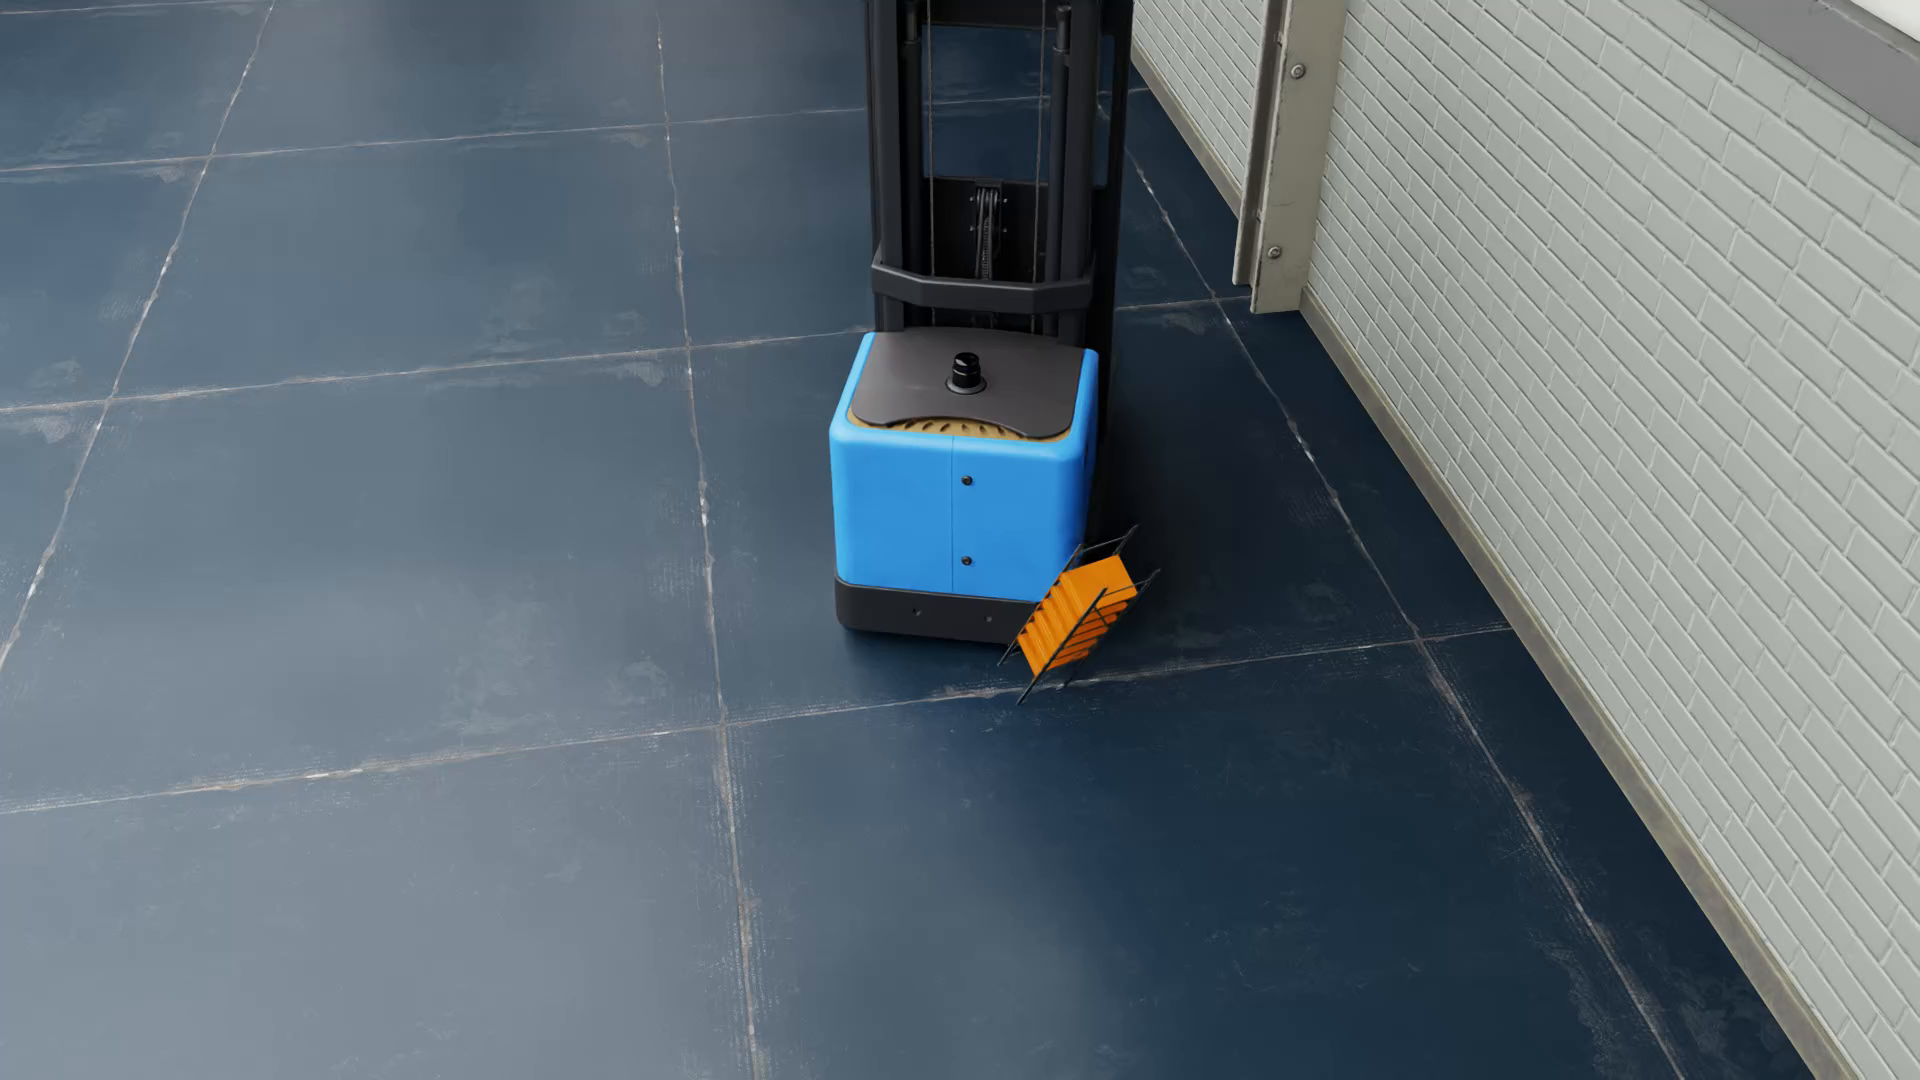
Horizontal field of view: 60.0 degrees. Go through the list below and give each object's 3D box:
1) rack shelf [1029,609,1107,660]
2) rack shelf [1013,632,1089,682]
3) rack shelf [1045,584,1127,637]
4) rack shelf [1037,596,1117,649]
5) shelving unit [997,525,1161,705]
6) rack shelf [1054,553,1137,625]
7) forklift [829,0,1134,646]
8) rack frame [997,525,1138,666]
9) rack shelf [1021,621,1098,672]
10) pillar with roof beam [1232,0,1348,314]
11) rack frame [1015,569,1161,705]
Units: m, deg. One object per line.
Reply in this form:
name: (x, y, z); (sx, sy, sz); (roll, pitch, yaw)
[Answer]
rack shelf: (0.424, 0.333, 6.454); (0.258, 0.103, 0.180); (-18, 70, -21)
rack shelf: (0.370, 0.434, 6.665); (0.258, 0.103, 0.180); (-18, 70, -21)
rack shelf: (0.478, 0.231, 6.244); (0.258, 0.103, 0.180); (-18, 70, -21)
rack shelf: (0.451, 0.282, 6.349); (0.258, 0.103, 0.180); (-18, 70, -21)
shelving unit: (0.434, 0.314, 6.415); (0.258, 1.200, 0.189); (-18, 70, -21)
rack shelf: (0.505, 0.180, 6.138); (0.258, 0.103, 0.180); (-18, 70, -21)
forklift: (0.190, -1.597, 7.417); (1.130, 2.935, 3.031); (5, 38, 7)
rack frame: (0.397, 0.235, 6.444); (0.240, 1.200, 0.006); (-18, 70, -21)
rack shelf: (0.397, 0.383, 6.559); (0.258, 0.103, 0.180); (-18, 70, -21)
pillar with roof beam: (-2.467, -4.504, 6.212); (9.100, 9.000, 0.400); (-6, 38, -8)
rack frame: (0.471, 0.392, 6.387); (0.240, 1.200, 0.006); (-18, 70, -21)
